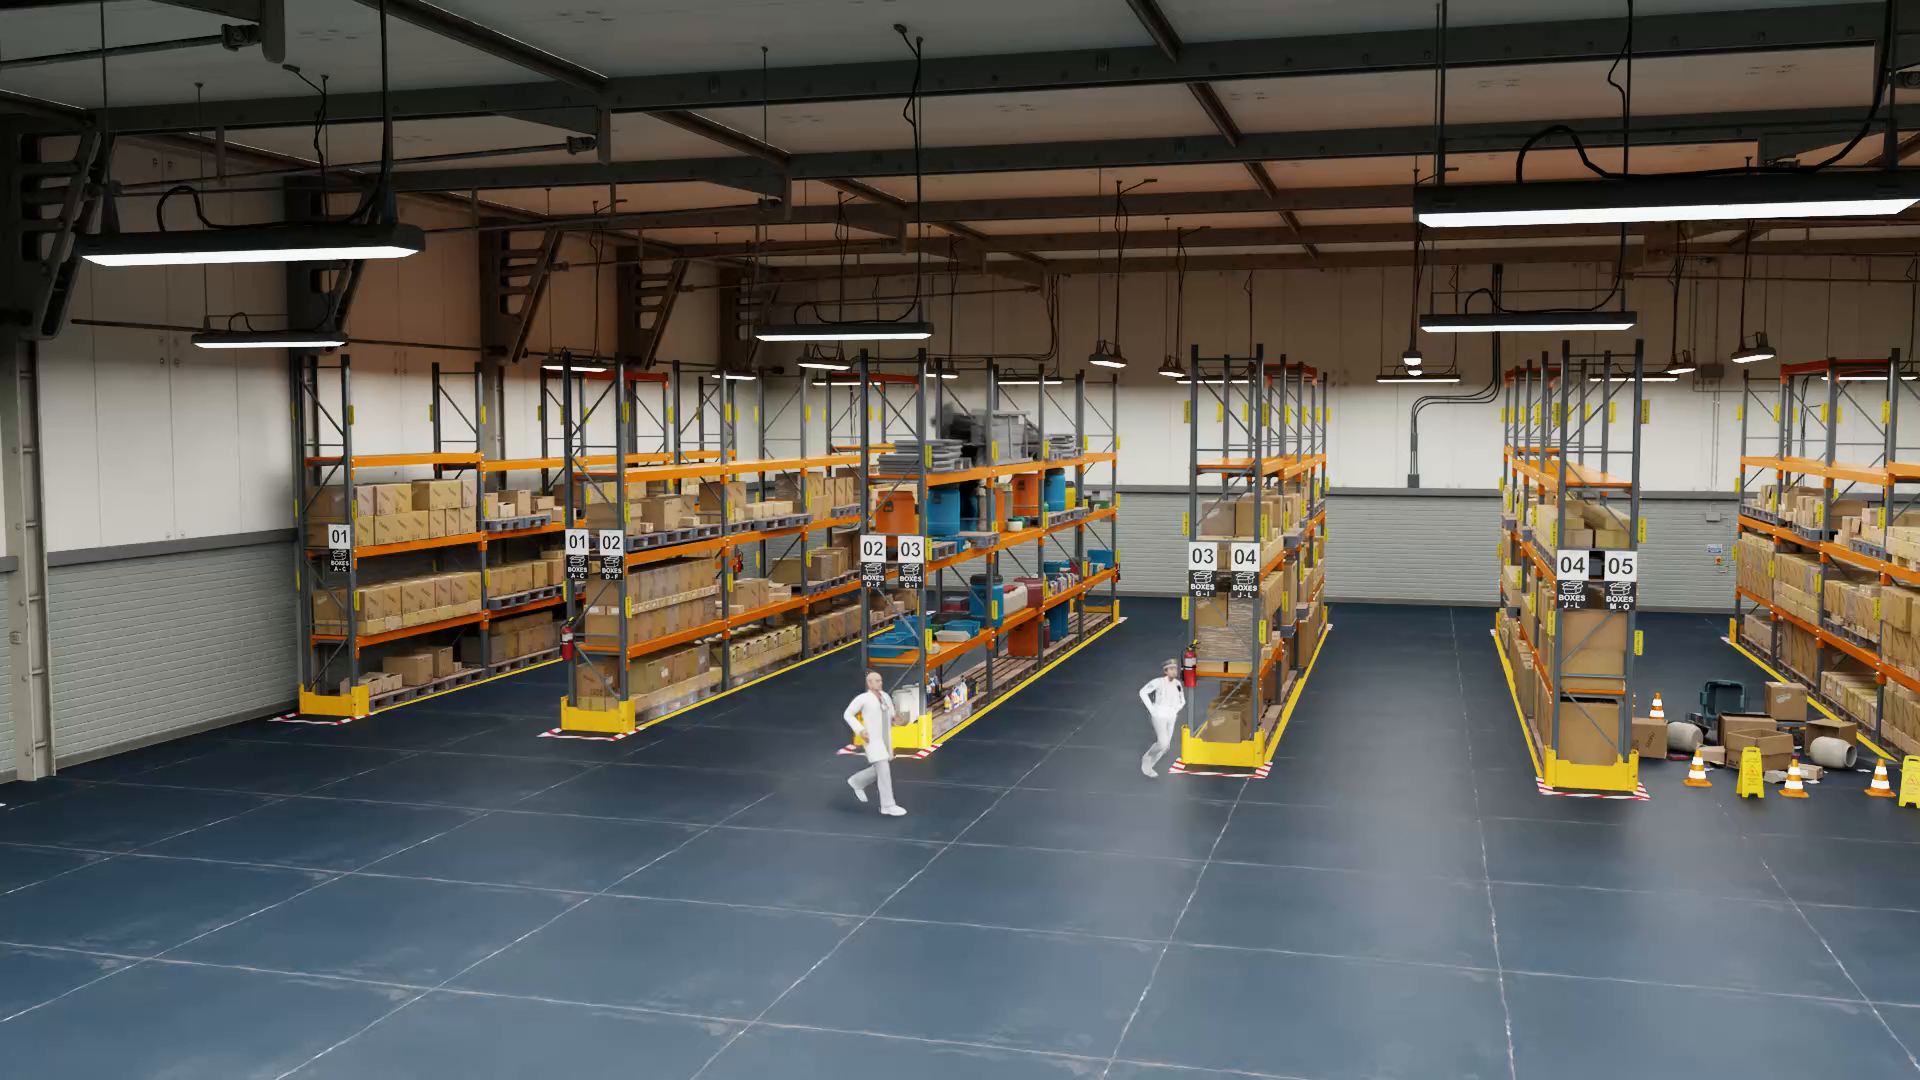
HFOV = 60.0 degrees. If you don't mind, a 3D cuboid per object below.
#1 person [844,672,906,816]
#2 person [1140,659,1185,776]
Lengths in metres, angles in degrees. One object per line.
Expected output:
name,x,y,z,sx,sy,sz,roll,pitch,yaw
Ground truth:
person,-1.065,2.538,20.924,1.027,1.754,0.714,3,5,37
person,2.838,2.451,22.972,0.617,1.636,0.524,-2,5,-28
